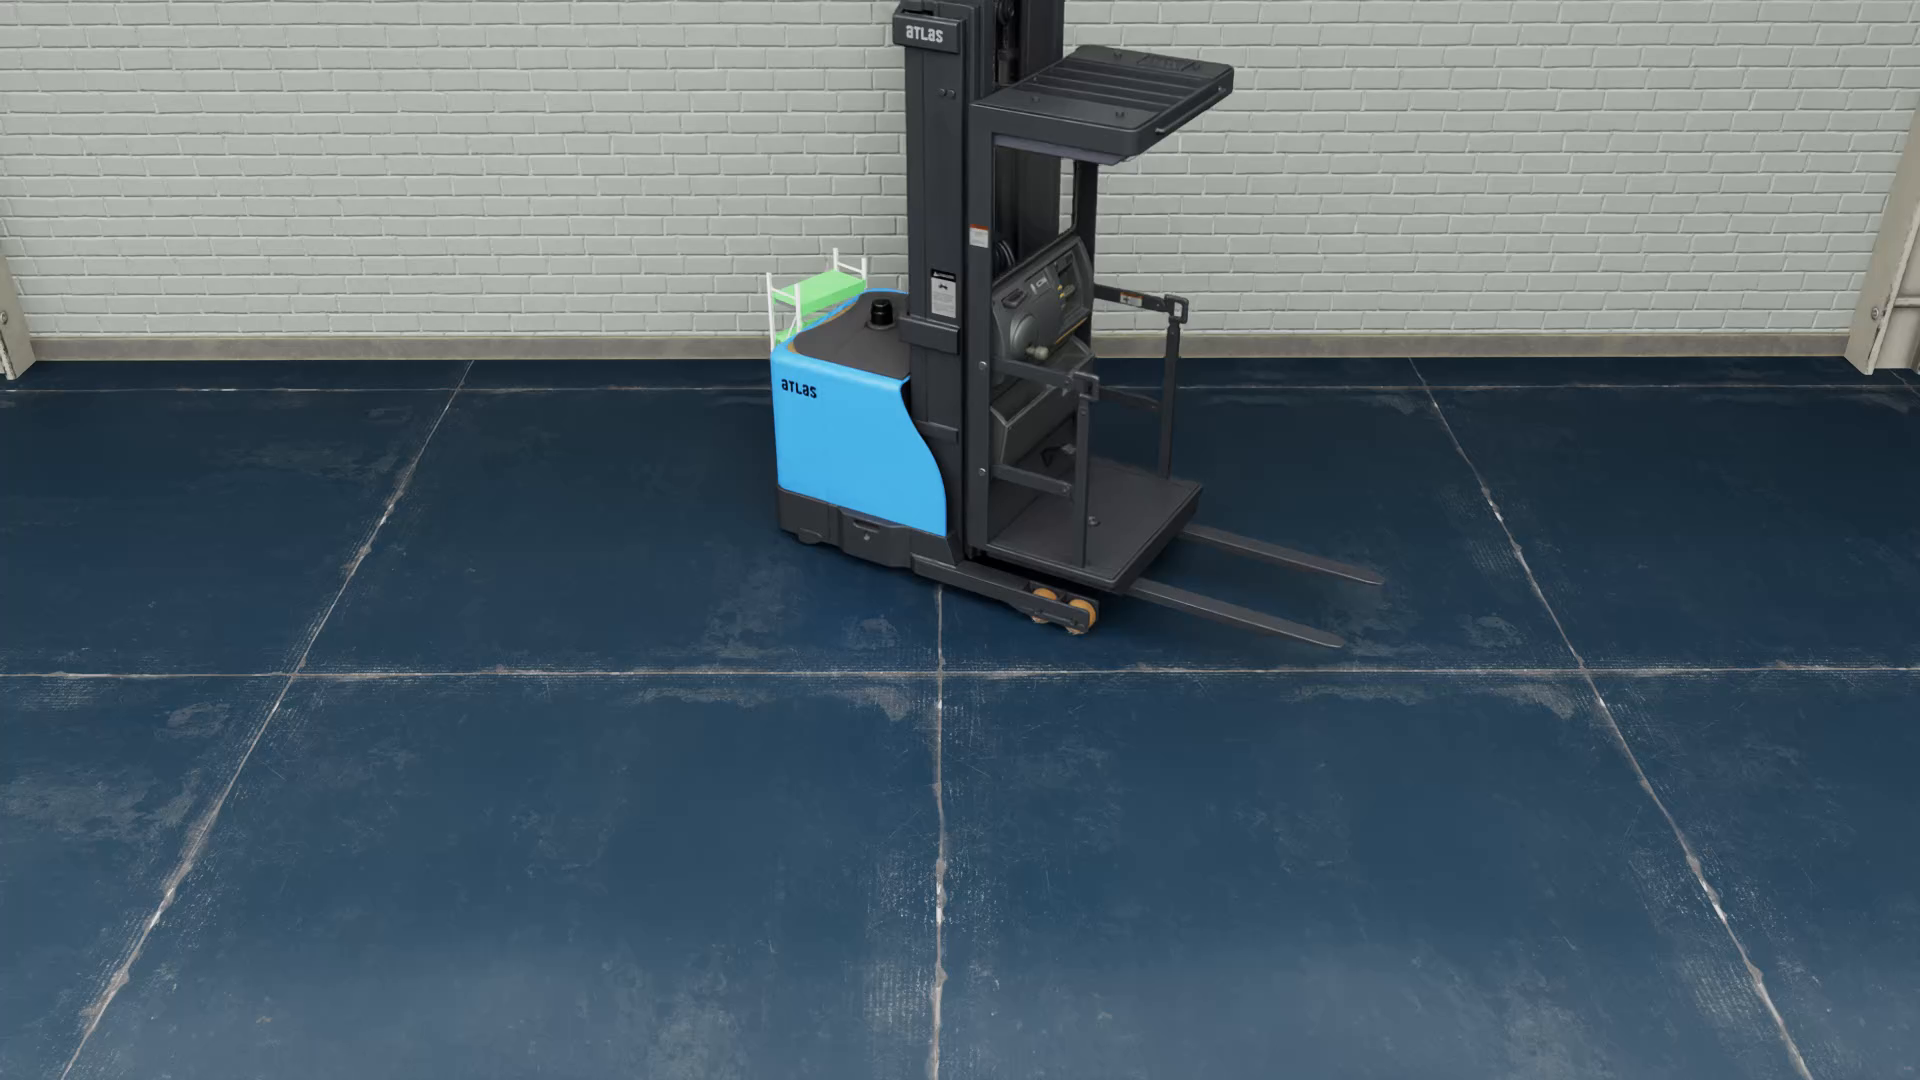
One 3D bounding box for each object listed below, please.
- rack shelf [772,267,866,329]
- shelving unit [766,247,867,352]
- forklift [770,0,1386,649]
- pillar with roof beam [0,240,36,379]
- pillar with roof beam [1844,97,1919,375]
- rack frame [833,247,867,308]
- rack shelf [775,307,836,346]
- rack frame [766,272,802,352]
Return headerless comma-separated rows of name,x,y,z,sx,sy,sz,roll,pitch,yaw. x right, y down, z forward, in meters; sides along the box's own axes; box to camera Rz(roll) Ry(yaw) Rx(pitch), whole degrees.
rack shelf,-0.761,-1.301,8.936,0.258,0.148,0.480,25,39,35
shelving unit,-0.761,-0.945,9.151,0.258,1.200,0.503,25,39,35
forklift,0.574,-1.115,7.762,3.031,2.935,1.130,17,35,25
pillar with roof beam,-6.086,-2.699,4.524,0.400,9.000,9.100,0,31,0
pillar with roof beam,5.914,-2.737,4.586,0.400,9.000,9.100,0,31,0
rack frame,-0.597,-1.039,9.306,0.240,1.200,0.015,25,39,35
rack shelf,-0.761,-1.096,9.060,0.258,0.148,0.480,25,39,35
rack frame,-0.926,-0.852,8.997,0.240,1.200,0.015,25,39,35
